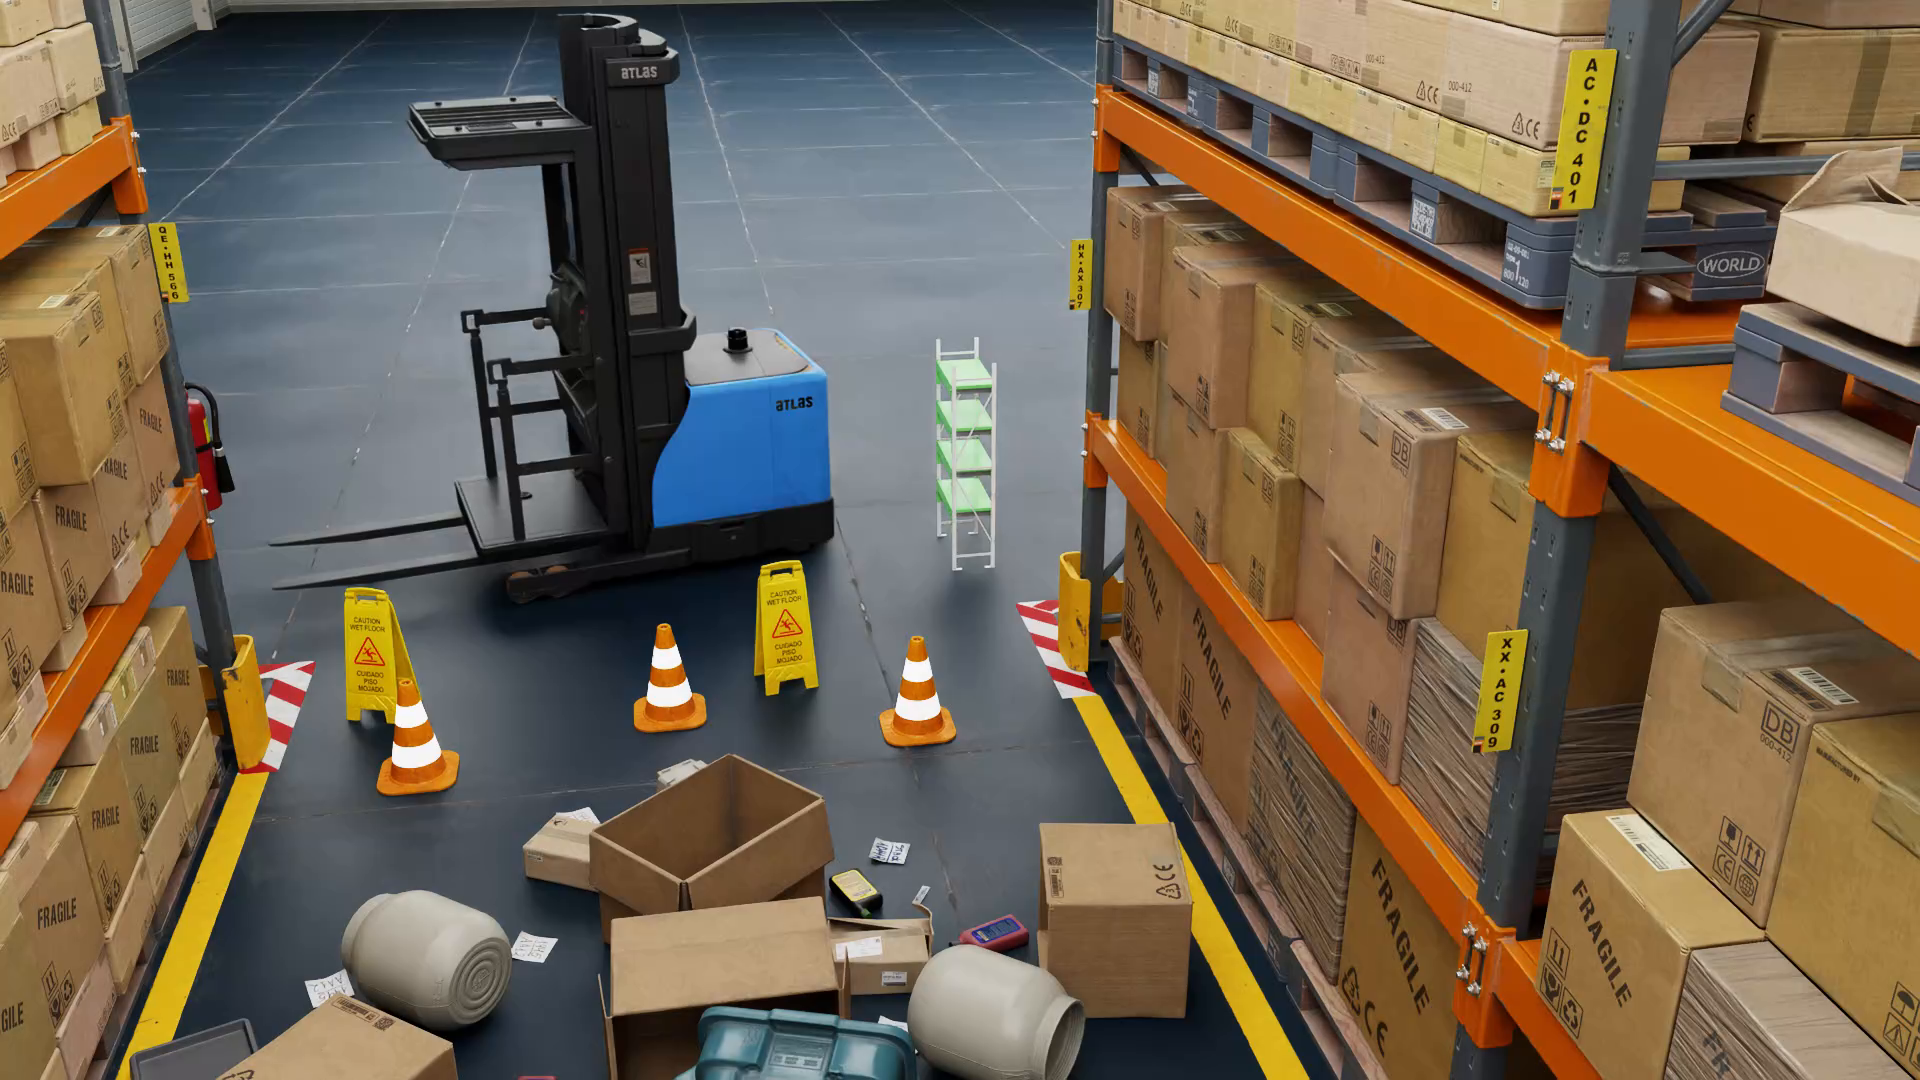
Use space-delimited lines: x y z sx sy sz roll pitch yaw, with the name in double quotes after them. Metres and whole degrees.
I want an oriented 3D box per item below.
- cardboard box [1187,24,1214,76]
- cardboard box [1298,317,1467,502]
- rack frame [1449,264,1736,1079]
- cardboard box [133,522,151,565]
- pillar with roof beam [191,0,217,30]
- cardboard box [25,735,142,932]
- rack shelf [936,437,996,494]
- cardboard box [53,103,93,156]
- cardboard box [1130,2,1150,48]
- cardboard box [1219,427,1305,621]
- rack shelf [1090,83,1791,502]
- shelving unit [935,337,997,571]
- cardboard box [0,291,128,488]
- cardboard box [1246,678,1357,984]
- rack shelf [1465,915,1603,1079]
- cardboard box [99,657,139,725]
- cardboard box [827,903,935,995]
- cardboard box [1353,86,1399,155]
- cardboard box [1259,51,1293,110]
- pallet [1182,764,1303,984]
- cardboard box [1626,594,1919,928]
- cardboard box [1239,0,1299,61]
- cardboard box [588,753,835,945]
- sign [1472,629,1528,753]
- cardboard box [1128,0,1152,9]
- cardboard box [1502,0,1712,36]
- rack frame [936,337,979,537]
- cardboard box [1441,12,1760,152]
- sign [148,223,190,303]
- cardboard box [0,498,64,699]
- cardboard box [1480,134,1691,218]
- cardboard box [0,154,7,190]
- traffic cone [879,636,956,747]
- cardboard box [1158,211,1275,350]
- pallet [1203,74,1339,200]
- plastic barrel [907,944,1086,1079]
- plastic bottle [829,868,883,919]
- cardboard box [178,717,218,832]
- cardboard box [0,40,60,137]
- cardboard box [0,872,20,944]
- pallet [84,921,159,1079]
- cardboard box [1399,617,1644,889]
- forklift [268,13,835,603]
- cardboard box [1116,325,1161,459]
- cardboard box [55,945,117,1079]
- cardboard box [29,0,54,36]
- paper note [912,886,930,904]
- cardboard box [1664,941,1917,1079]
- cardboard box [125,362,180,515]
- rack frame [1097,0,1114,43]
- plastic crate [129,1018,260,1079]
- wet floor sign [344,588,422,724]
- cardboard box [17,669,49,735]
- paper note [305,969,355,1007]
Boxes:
1.034 -1.759 5.947 0.380 0.149 0.250 -4 24 -10 "cardboard box"
1.623 -0.385 5.348 0.875 0.550 0.550 -4 24 -10 "cardboard box"
1.838 0.756 4.271 1.000 3.000 0.127 -4 24 -10 "rack frame"
-3.286 0.029 6.249 0.380 0.149 0.250 -5 24 -11 "cardboard box"
-10.698 -14.570 31.866 9.100 9.000 0.400 -4 24 -10 "pillar with roof beam"
-3.156 1.013 5.657 0.500 0.500 0.500 -5 24 -11 "cardboard box"
0.031 -0.426 9.386 0.258 0.148 0.480 -4 24 -10 "rack shelf"
-3.328 -1.455 5.901 0.380 0.149 0.250 -4 24 -9 "cardboard box"
0.895 -2.056 6.627 0.380 0.149 0.250 -4 24 -9 "cardboard box"
1.454 -0.094 6.029 0.875 0.550 0.500 -4 24 -10 "cardboard box"
1.469 -1.075 5.616 1.077 0.370 4.000 -4 24 -10 "rack shelf"
0.031 -0.485 9.361 0.258 1.200 0.503 -4 24 -10 "shelving unit"
-3.157 -0.474 5.342 0.700 0.500 0.500 -5 24 -10 "cardboard box"
1.621 0.931 6.001 0.875 0.875 0.875 -4 24 -9 "cardboard box"
2.208 1.873 2.614 1.077 0.370 4.000 -4 24 -10 "rack shelf"
-3.165 0.550 5.906 0.380 0.149 0.250 -4 24 -9 "cardboard box"
-0.289 1.469 6.054 0.396 0.266 0.258 0 24 -1 "cardboard box"
1.314 -1.162 4.580 0.380 0.149 0.250 -4 24 -10 "cardboard box"
1.174 -1.461 5.265 0.380 0.149 0.250 -4 24 -10 "cardboard box"
1.546 1.248 6.628 1.003 0.211 1.213 -4 24 -10 "pallet"
1.936 0.447 3.604 0.700 0.500 0.500 -5 24 -11 "cardboard box"
1.217 -1.693 5.298 0.500 0.250 0.500 -4 24 -10 "cardboard box"
-0.934 1.237 6.290 0.637 0.503 0.797 18 29 36 "cardboard box"
1.293 0.365 3.986 0.100 0.325 0.005 -4 24 -10 "sign"
0.936 -2.289 6.661 0.500 0.250 0.500 -4 24 -10 "cardboard box"
1.458 -1.227 3.732 0.380 0.149 0.250 -5 24 -10 "cardboard box"
-0.015 -0.581 9.581 0.240 1.200 0.015 -4 24 -10 "rack frame"
1.495 -1.099 3.937 0.500 0.250 0.500 -5 24 -10 "cardboard box"
-3.198 -1.120 6.724 0.100 0.325 0.005 -4 24 -10 "sign"
-3.124 0.195 5.059 0.500 0.500 0.500 -4 24 -9 "cardboard box"
1.457 -0.861 3.891 0.380 0.149 0.250 -4 24 -10 "cardboard box"
-3.238 -1.149 5.200 0.380 0.149 0.250 -4 24 -10 "cardboard box"
-0.199 0.659 7.662 0.336 0.463 0.334 -4 24 -10 "traffic cone"
1.322 -1.022 6.807 0.875 0.550 0.550 -4 24 -10 "cardboard box"
1.475 -1.379 5.523 1.003 0.211 1.213 -4 24 -10 "pallet"
0.121 1.604 5.548 0.512 0.421 0.421 13 27 27 "plastic barrel"
-0.391 1.389 6.494 0.133 0.061 0.283 -13 27 -28 "plastic bottle"
-3.329 0.964 6.706 0.500 0.250 0.500 -4 24 -10 "cardboard box"
-3.309 -1.473 5.443 0.500 0.250 0.500 -5 24 -10 "cardboard box"
-2.912 1.081 4.690 0.380 0.149 0.250 -3 24 -8 "cardboard box"
-3.395 1.698 5.599 1.003 0.211 1.213 -4 24 -10 "pallet"
1.758 0.543 4.571 0.875 0.550 0.550 -4 24 -10 "cardboard box"
-2.294 -1.243 8.935 3.031 2.935 1.130 -10 25 -21 "forklift"
1.212 -0.743 7.517 0.875 0.550 0.550 -4 24 -10 "cardboard box"
-3.062 1.560 5.341 0.500 0.250 0.500 -5 24 -10 "cardboard box"
-3.385 -1.820 5.740 0.380 0.149 0.250 -4 24 -9 "cardboard box"
-0.153 1.397 6.539 0.032 0.001 0.123 8 25 18 "paper note"
1.765 1.136 3.277 0.500 0.500 0.500 -4 24 -9 "cardboard box"
-3.376 -0.400 6.422 0.500 0.500 0.500 -5 24 -11 "cardboard box"
1.099 -3.566 6.672 1.000 3.000 0.127 -4 24 -10 "rack frame"
-2.492 1.822 5.478 0.402 0.080 0.583 -13 27 -28 "plastic crate"
-2.731 0.514 7.767 0.267 0.644 0.232 4 24 9 "wet floor sign"
-3.052 0.529 5.105 0.380 0.149 0.250 -4 24 -10 "cardboard box"
-2.279 1.617 6.009 0.142 0.019 0.148 -13 27 -28 "paper note"
